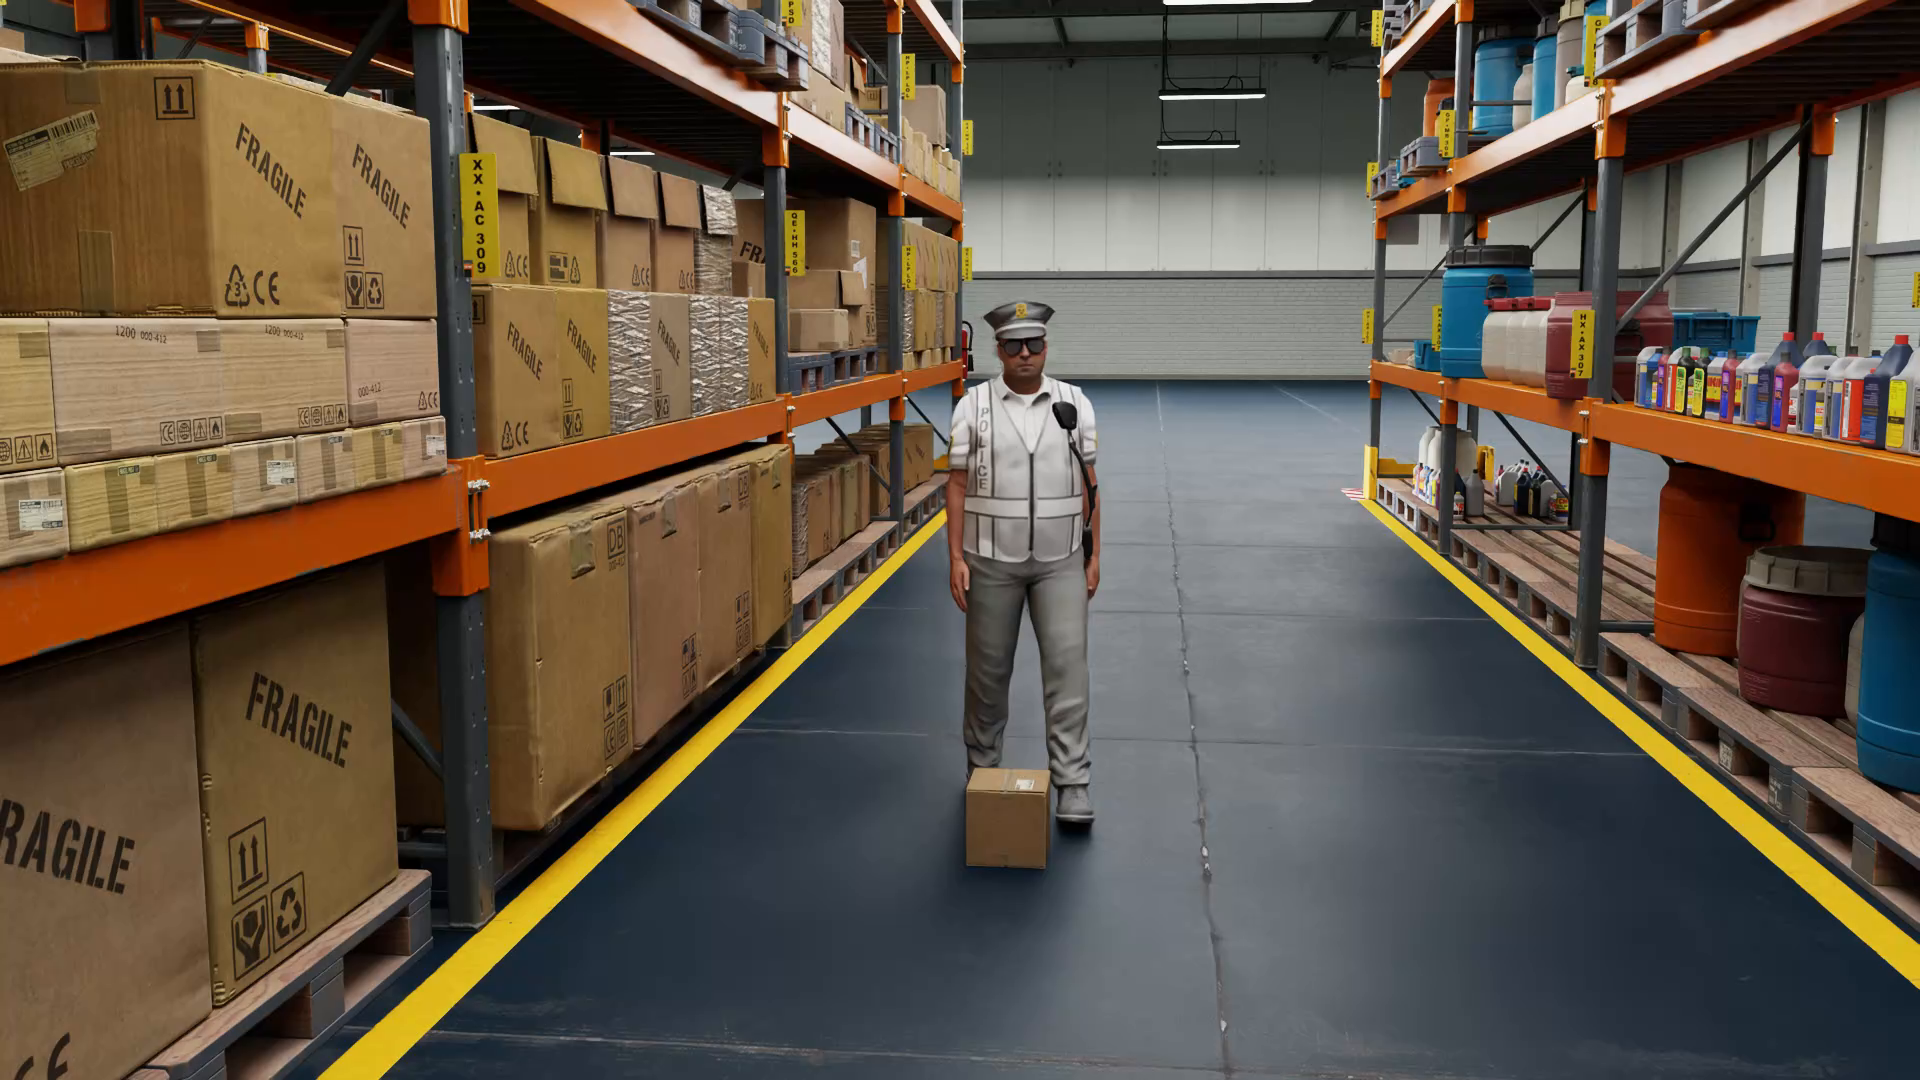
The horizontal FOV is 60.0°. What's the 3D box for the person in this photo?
[{"bbox_3d":[0.233,0.067,5.705,0.548,1.761,0.697,-1,8,-5],"label":"person"}]
